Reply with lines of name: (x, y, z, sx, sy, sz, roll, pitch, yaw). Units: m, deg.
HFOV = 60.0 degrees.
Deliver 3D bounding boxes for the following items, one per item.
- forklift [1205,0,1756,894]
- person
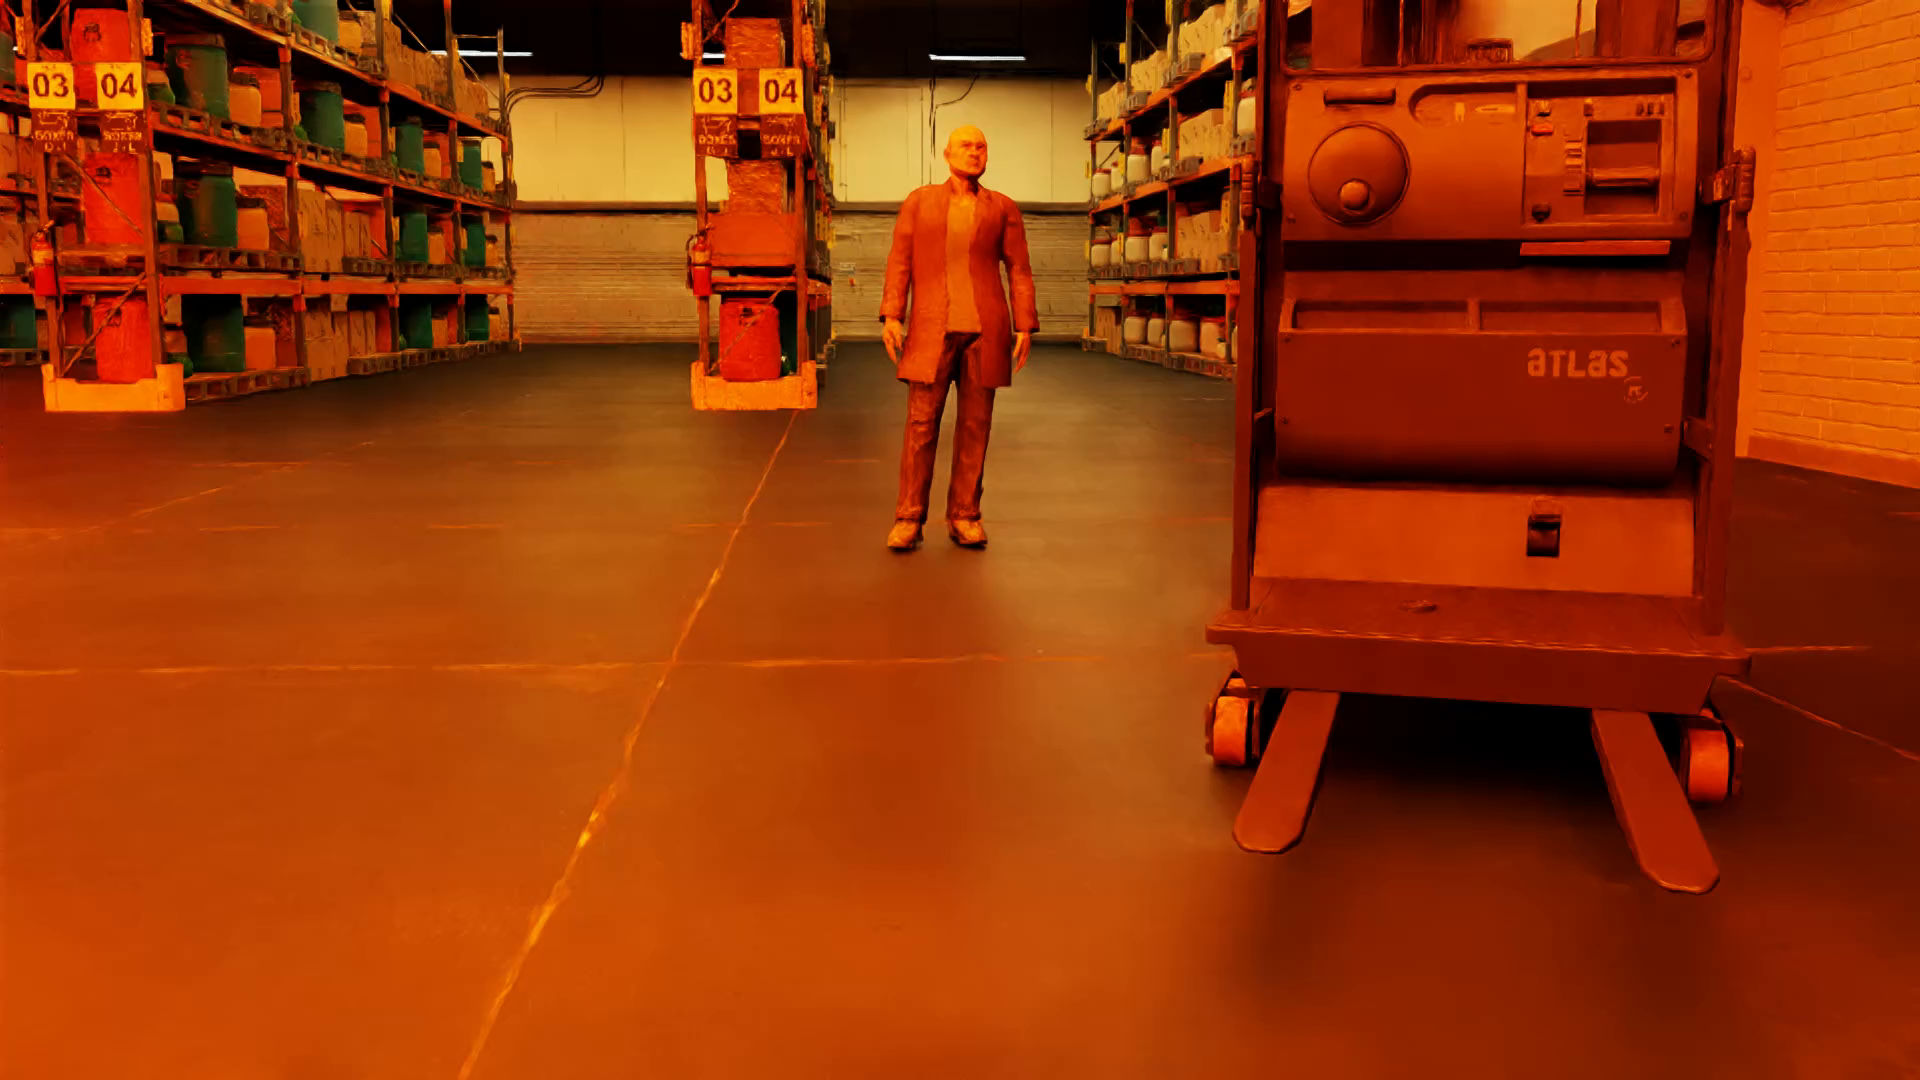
forklift: (1.186, -0.952, 3.739, 1.130, 2.935, 3.031, 2, 9, 16)
person: (0.001, -0.873, 7.088, 0.694, 1.776, 0.580, -1, 8, -4)
